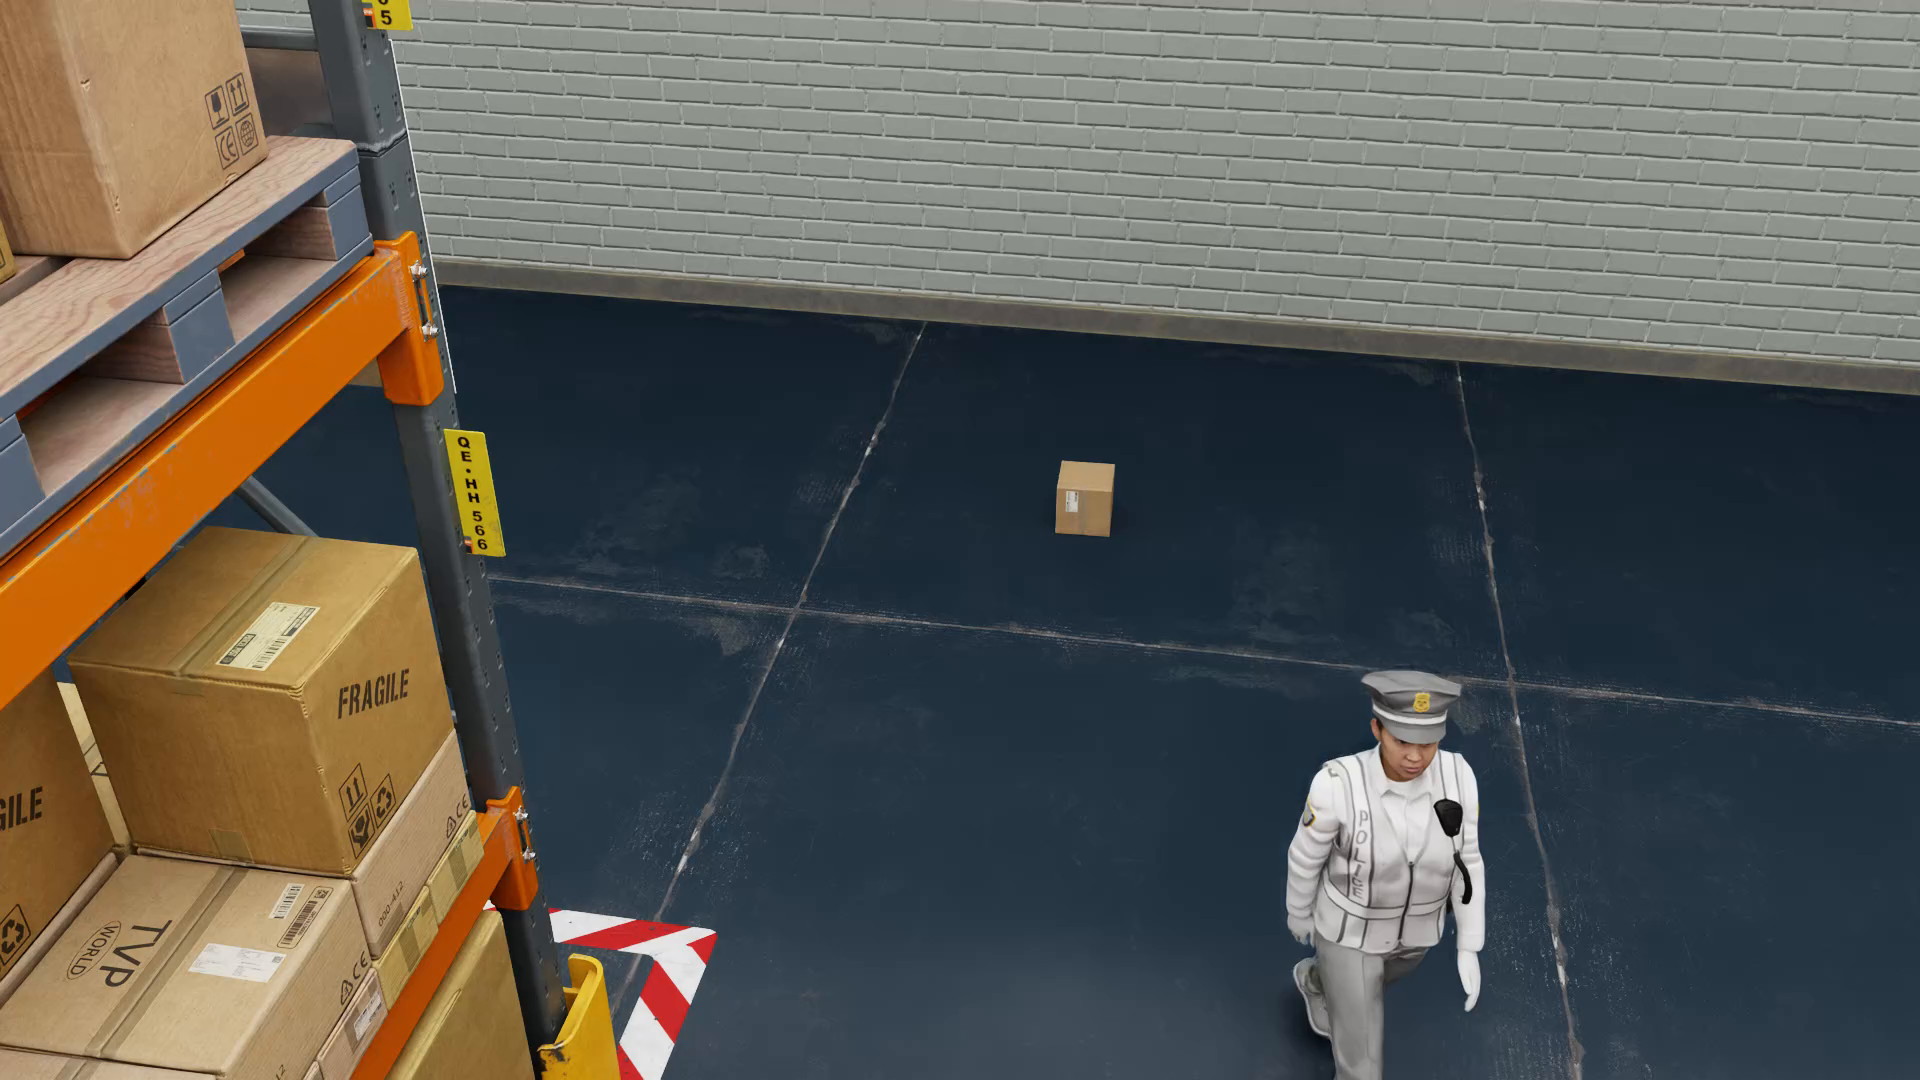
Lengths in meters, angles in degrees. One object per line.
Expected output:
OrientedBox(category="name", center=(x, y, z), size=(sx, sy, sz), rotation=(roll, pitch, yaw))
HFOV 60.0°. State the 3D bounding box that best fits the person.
OrientedBox(category="person", center=(1.145, 1.035, 4.495), size=(0.484, 1.623, 1.022), rotation=(-7, 33, -10))
